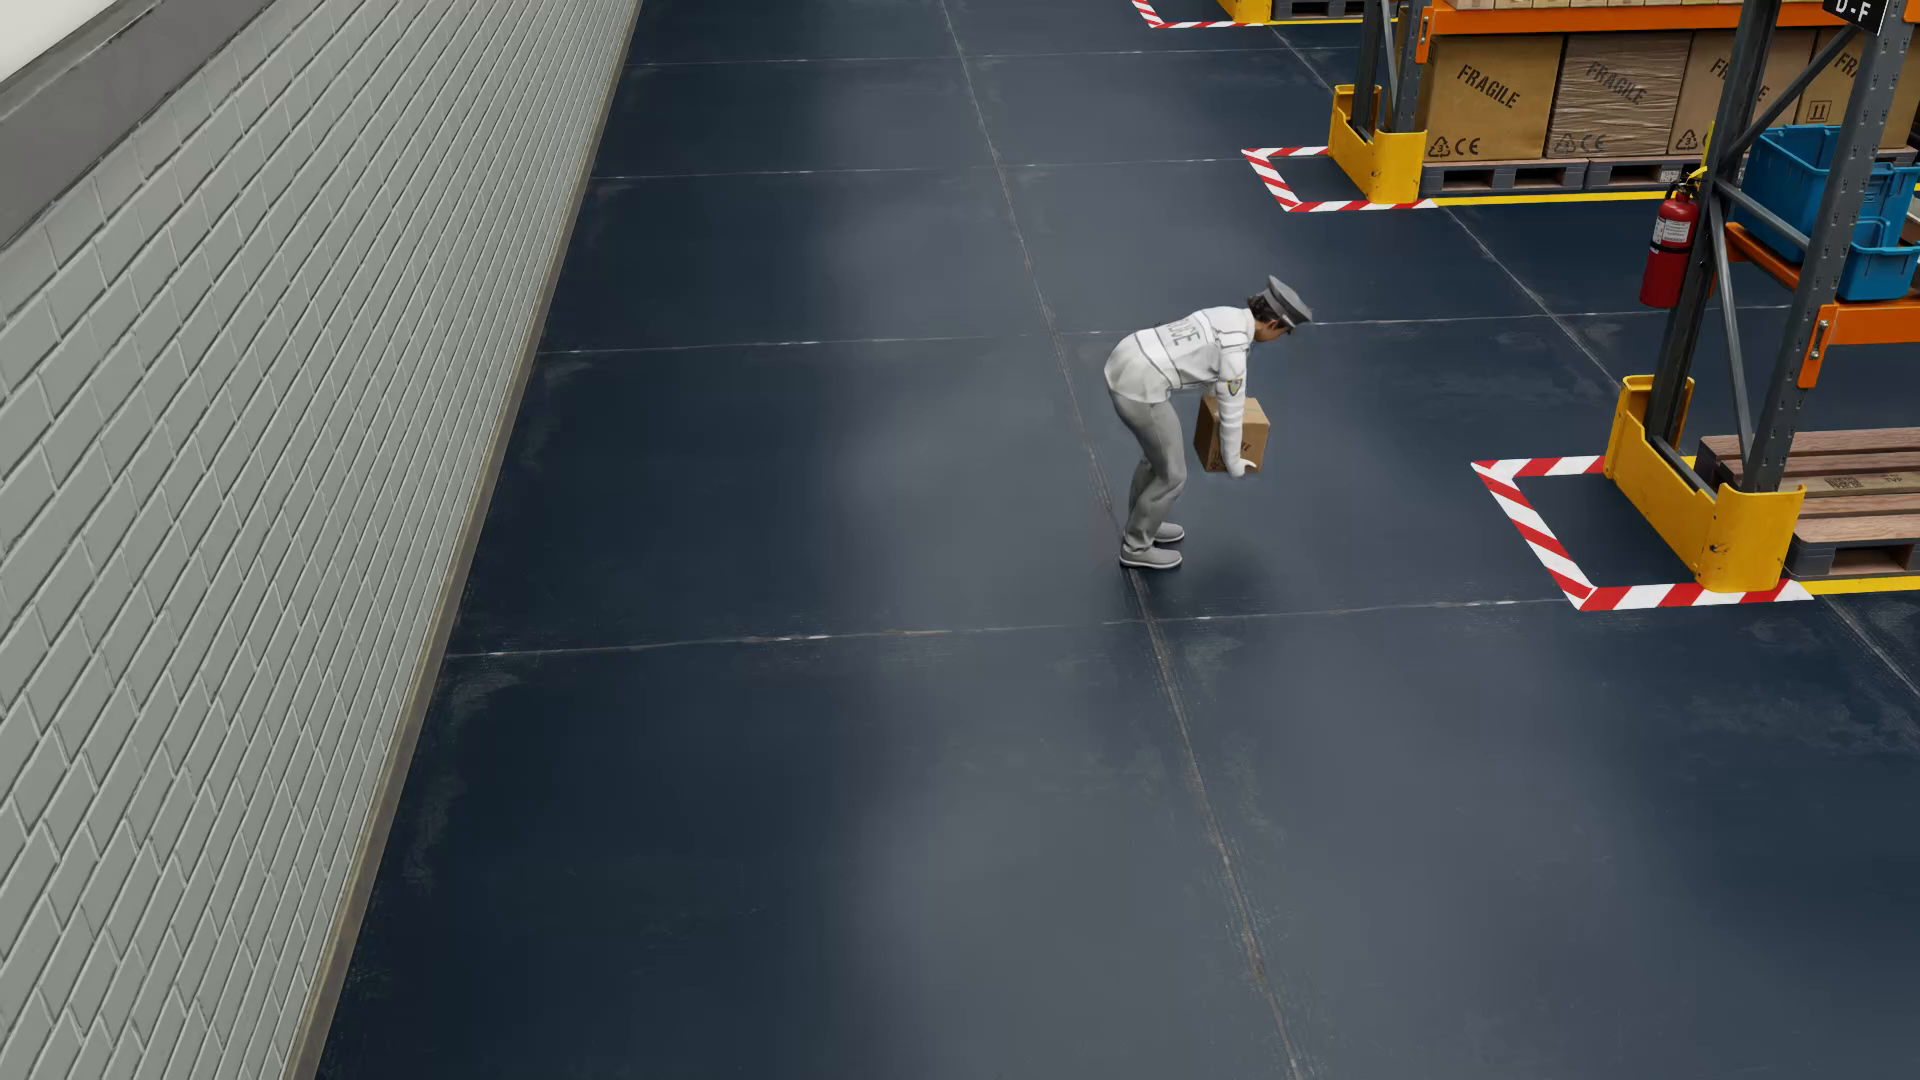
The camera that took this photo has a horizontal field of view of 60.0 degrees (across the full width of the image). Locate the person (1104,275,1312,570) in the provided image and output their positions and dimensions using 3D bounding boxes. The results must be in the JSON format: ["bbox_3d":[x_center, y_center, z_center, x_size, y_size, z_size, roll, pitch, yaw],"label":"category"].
[{"bbox_3d":[1.070,-0.524,7.346,0.886,1.306,0.407,-4,31,-6],"label":"person"}]
